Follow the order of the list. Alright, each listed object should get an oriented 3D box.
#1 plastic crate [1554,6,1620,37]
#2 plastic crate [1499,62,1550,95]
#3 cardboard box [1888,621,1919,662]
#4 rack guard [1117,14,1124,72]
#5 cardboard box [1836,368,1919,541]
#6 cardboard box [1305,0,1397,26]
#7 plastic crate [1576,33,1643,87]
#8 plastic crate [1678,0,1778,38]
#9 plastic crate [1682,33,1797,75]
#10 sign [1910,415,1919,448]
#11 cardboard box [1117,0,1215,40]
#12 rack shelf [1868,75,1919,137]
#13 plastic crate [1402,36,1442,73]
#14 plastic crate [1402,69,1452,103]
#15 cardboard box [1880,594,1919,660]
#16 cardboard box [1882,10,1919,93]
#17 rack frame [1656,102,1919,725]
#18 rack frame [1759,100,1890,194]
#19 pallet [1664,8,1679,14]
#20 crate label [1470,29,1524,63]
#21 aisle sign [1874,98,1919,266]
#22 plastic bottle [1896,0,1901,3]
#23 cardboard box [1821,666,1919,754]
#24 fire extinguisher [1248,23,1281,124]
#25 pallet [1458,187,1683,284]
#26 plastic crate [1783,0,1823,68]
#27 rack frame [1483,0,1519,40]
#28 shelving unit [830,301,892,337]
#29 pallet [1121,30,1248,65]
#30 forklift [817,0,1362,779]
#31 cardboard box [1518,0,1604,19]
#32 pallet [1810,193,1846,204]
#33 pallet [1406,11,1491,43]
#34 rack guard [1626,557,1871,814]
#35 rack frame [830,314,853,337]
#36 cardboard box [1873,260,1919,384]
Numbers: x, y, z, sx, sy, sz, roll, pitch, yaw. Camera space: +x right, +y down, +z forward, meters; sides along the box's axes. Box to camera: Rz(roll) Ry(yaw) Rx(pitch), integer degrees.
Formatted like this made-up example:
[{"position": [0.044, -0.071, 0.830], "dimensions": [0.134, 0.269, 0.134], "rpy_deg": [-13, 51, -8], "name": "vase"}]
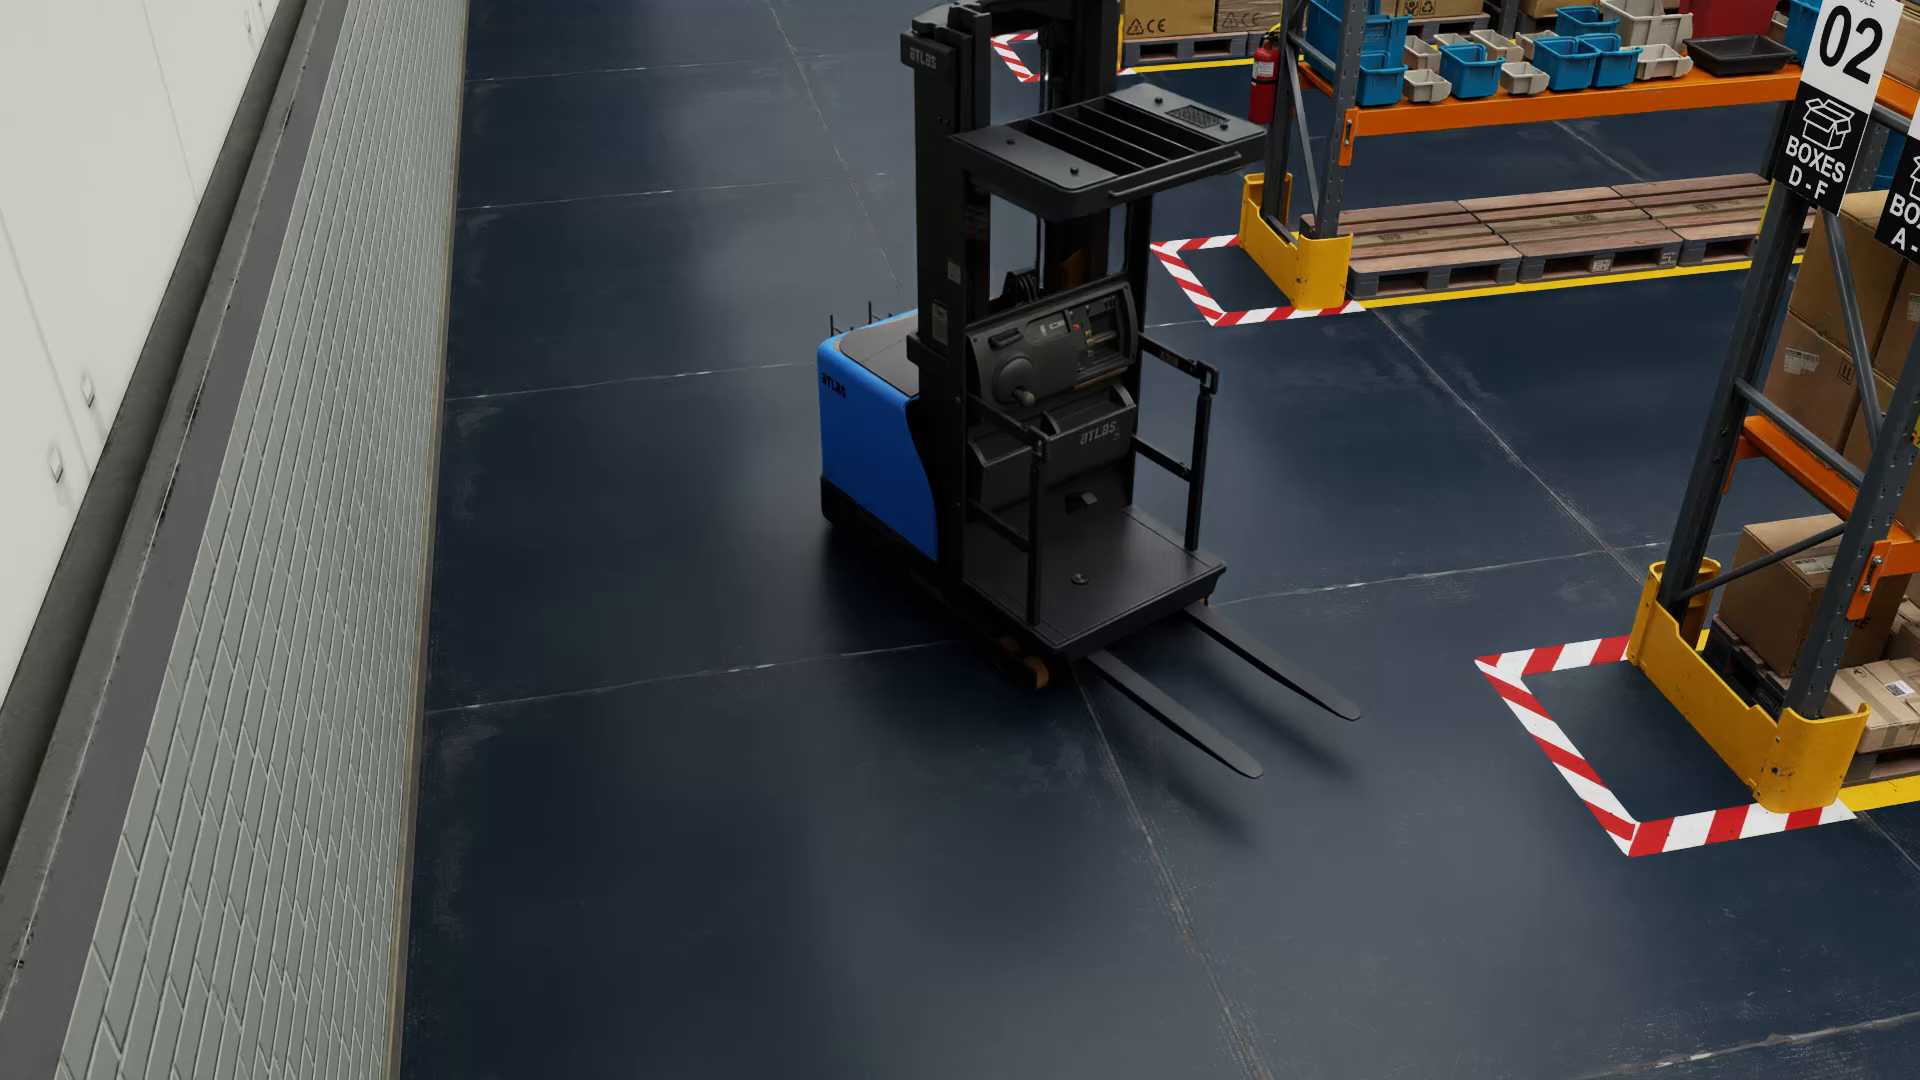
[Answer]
[{"position": [4.241, -3.451, 11.297], "dimensions": [0.300, 0.233, 0.416], "rpy_deg": [-7, 35, -11], "name": "plastic crate"}, {"position": [3.601, -2.948, 10.634], "dimensions": [0.298, 0.136, 0.250], "rpy_deg": [-7, 35, -11], "name": "plastic crate"}, {"position": [4.465, 0.574, 7.275], "dimensions": [0.500, 0.250, 0.500], "rpy_deg": [-7, 35, -11], "name": "cardboard box"}, {"position": [1.179, -4.755, 15.386], "dimensions": [0.348, 0.500, 1.175], "rpy_deg": [-7, 35, -11], "name": "rack guard"}, {"position": [3.875, -0.364, 6.510], "dimensions": [0.500, 0.500, 0.500], "rpy_deg": [-6, 34, -10], "name": "cardboard box"}, {"position": [3.564, -5.431, 15.681], "dimensions": [0.875, 0.875, 0.875], "rpy_deg": [-7, 35, -11], "name": "cardboard box"}, {"position": [4.185, -3.109, 10.788], "dimensions": [0.300, 0.233, 0.416], "rpy_deg": [-7, 35, -11], "name": "plastic crate"}, {"position": [5.270, -3.673, 11.421], "dimensions": [0.583, 0.464, 0.402], "rpy_deg": [-7, 35, -11], "name": "plastic crate"}, {"position": [5.164, -3.222, 11.053], "dimensions": [0.590, 0.125, 0.437], "rpy_deg": [-7, 35, -11], "name": "plastic crate"}, {"position": [3.504, -0.475, 5.990], "dimensions": [0.005, 0.325, 0.100], "rpy_deg": [-7, 35, -11], "name": "sign"}, {"position": [1.809, -5.210, 15.351], "dimensions": [0.875, 0.875, 0.875], "rpy_deg": [-7, 35, -11], "name": "cardboard box"}, {"position": [5.335, -1.604, 6.401], "dimensions": [4.000, 0.370, 1.077], "rpy_deg": [-7, 35, -11], "name": "rack shelf"}, {"position": [3.050, -3.218, 11.036], "dimensions": [0.243, 0.136, 0.396], "rpy_deg": [-7, 35, -11], "name": "plastic crate"}, {"position": [2.939, -2.865, 10.510], "dimensions": [0.298, 0.136, 0.250], "rpy_deg": [-7, 35, -11], "name": "plastic crate"}, {"position": [4.275, 0.381, 7.638], "dimensions": [0.250, 0.166, 0.380], "rpy_deg": [-7, 35, -11], "name": "cardboard box"}, {"position": [3.827, -1.801, 6.184], "dimensions": [0.500, 0.250, 0.500], "rpy_deg": [-7, 35, -11], "name": "cardboard box"}, {"position": [3.384, -0.411, 6.670], "dimensions": [0.127, 3.000, 1.000], "rpy_deg": [-7, 35, -11], "name": "rack frame"}, {"position": [6.196, -3.595, 11.416], "dimensions": [0.127, 3.000, 1.000], "rpy_deg": [-7, 35, -11], "name": "rack frame"}, {"position": [7.032, -5.417, 16.633], "dimensions": [1.213, 0.211, 1.003], "rpy_deg": [-7, 35, -11], "name": "pallet"}, {"position": [3.602, -3.293, 11.148], "dimensions": [0.243, 0.136, 0.396], "rpy_deg": [-7, 35, -11], "name": "crate label"}, {"position": [3.382, -1.322, 5.696], "dimensions": [0.004, 0.787, 0.394], "rpy_deg": [-7, 35, -11], "name": "aisle sign"}, {"position": [6.725, -3.824, 11.861], "dimensions": [0.133, 0.283, 0.061], "rpy_deg": [-7, 35, -11], "name": "plastic bottle"}, {"position": [3.868, 0.726, 7.141], "dimensions": [0.250, 0.149, 0.380], "rpy_deg": [-7, 35, -11], "name": "cardboard box"}, {"position": [2.048, -3.145, 11.149], "dimensions": [0.183, 0.674, 0.296], "rpy_deg": [-7, 35, -11], "name": "fire extinguisher"}, {"position": [4.295, -2.174, 11.800], "dimensions": [1.213, 0.211, 1.003], "rpy_deg": [-7, 35, -11], "name": "pallet"}, {"position": [5.816, -3.371, 11.042], "dimensions": [0.575, 0.384, 0.392], "rpy_deg": [-7, 35, -11], "name": "plastic crate"}, {"position": [5.104, -6.287, 15.427], "dimensions": [0.127, 3.000, 1.000], "rpy_deg": [-7, 35, -11], "name": "rack frame"}, {"position": [-0.513, -0.735, 8.903], "dimensions": [0.252, 1.050, 0.215], "rpy_deg": [-24, 41, -31], "name": "shelving unit"}, {"position": [1.965, -4.778, 15.681], "dimensions": [1.213, 0.211, 1.003], "rpy_deg": [-7, 35, -11], "name": "pallet"}, {"position": [0.562, -0.827, 7.352], "dimensions": [1.130, 2.935, 3.031], "rpy_deg": [-23, 40, -30], "name": "forklift"}, {"position": [5.724, -5.669, 16.035], "dimensions": [0.875, 0.875, 1.225], "rpy_deg": [-7, 35, -10], "name": "cardboard box"}, {"position": [6.958, -2.510, 12.300], "dimensions": [1.213, 0.211, 1.003], "rpy_deg": [-7, 35, -11], "name": "pallet"}, {"position": [4.345, -5.078, 16.128], "dimensions": [1.213, 0.211, 1.003], "rpy_deg": [-7, 35, -11], "name": "pallet"}, {"position": [3.458, 0.618, 7.381], "dimensions": [0.348, 0.500, 1.175], "rpy_deg": [-7, 35, -11], "name": "rack guard"}, {"position": [-0.609, -0.693, 8.840], "dimensions": [0.008, 1.050, 0.200], "rpy_deg": [-24, 41, -31], "name": "rack frame"}, {"position": [3.875, -0.779, 6.232], "dimensions": [0.500, 0.500, 0.500], "rpy_deg": [-6, 34, -9], "name": "cardboard box"}]
